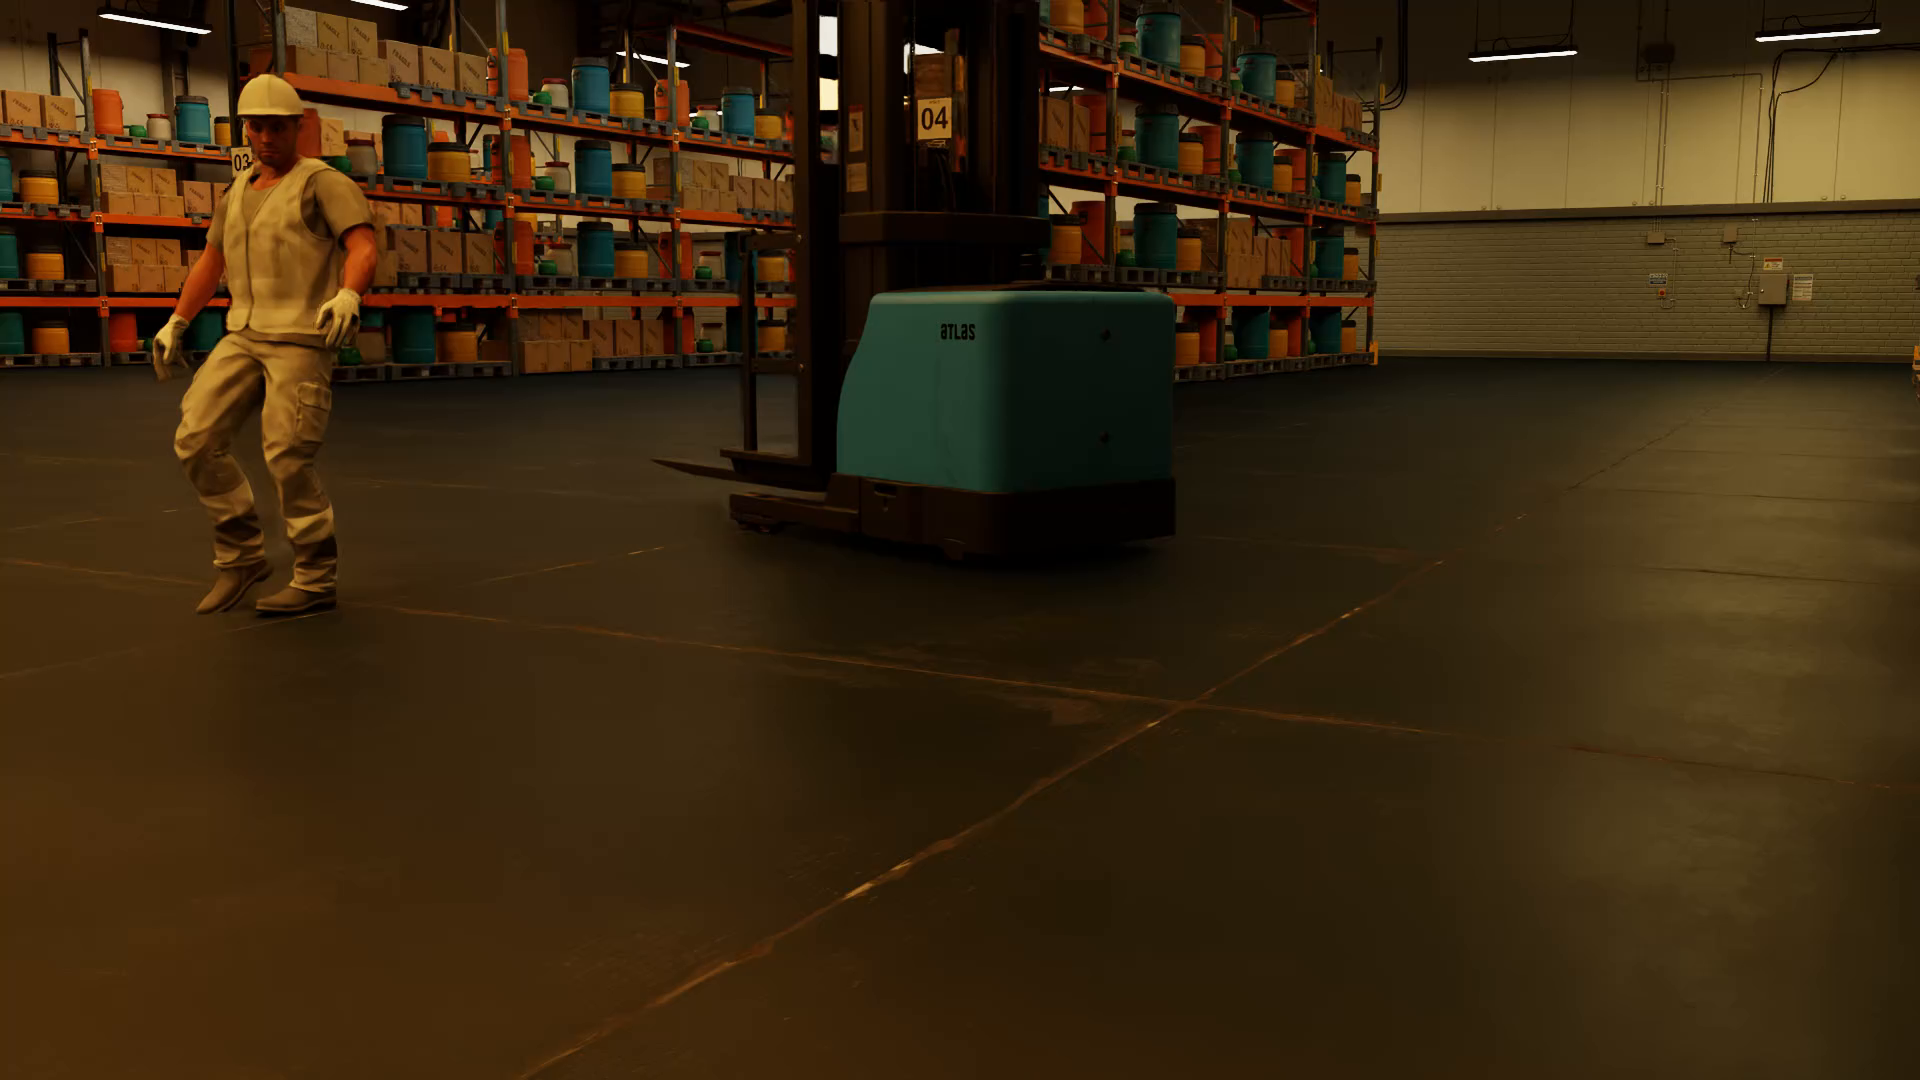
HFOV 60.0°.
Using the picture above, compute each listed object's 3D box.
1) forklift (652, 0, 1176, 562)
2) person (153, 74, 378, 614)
[{"bbox_3d":[-0.414,-1.522,7.623,1.130,2.935,3.031,-6,10,-38],"label":"forklift"},{"bbox_3d":[-2.253,-0.620,5.471,0.898,1.786,0.483,4,9,26],"label":"person"}]
